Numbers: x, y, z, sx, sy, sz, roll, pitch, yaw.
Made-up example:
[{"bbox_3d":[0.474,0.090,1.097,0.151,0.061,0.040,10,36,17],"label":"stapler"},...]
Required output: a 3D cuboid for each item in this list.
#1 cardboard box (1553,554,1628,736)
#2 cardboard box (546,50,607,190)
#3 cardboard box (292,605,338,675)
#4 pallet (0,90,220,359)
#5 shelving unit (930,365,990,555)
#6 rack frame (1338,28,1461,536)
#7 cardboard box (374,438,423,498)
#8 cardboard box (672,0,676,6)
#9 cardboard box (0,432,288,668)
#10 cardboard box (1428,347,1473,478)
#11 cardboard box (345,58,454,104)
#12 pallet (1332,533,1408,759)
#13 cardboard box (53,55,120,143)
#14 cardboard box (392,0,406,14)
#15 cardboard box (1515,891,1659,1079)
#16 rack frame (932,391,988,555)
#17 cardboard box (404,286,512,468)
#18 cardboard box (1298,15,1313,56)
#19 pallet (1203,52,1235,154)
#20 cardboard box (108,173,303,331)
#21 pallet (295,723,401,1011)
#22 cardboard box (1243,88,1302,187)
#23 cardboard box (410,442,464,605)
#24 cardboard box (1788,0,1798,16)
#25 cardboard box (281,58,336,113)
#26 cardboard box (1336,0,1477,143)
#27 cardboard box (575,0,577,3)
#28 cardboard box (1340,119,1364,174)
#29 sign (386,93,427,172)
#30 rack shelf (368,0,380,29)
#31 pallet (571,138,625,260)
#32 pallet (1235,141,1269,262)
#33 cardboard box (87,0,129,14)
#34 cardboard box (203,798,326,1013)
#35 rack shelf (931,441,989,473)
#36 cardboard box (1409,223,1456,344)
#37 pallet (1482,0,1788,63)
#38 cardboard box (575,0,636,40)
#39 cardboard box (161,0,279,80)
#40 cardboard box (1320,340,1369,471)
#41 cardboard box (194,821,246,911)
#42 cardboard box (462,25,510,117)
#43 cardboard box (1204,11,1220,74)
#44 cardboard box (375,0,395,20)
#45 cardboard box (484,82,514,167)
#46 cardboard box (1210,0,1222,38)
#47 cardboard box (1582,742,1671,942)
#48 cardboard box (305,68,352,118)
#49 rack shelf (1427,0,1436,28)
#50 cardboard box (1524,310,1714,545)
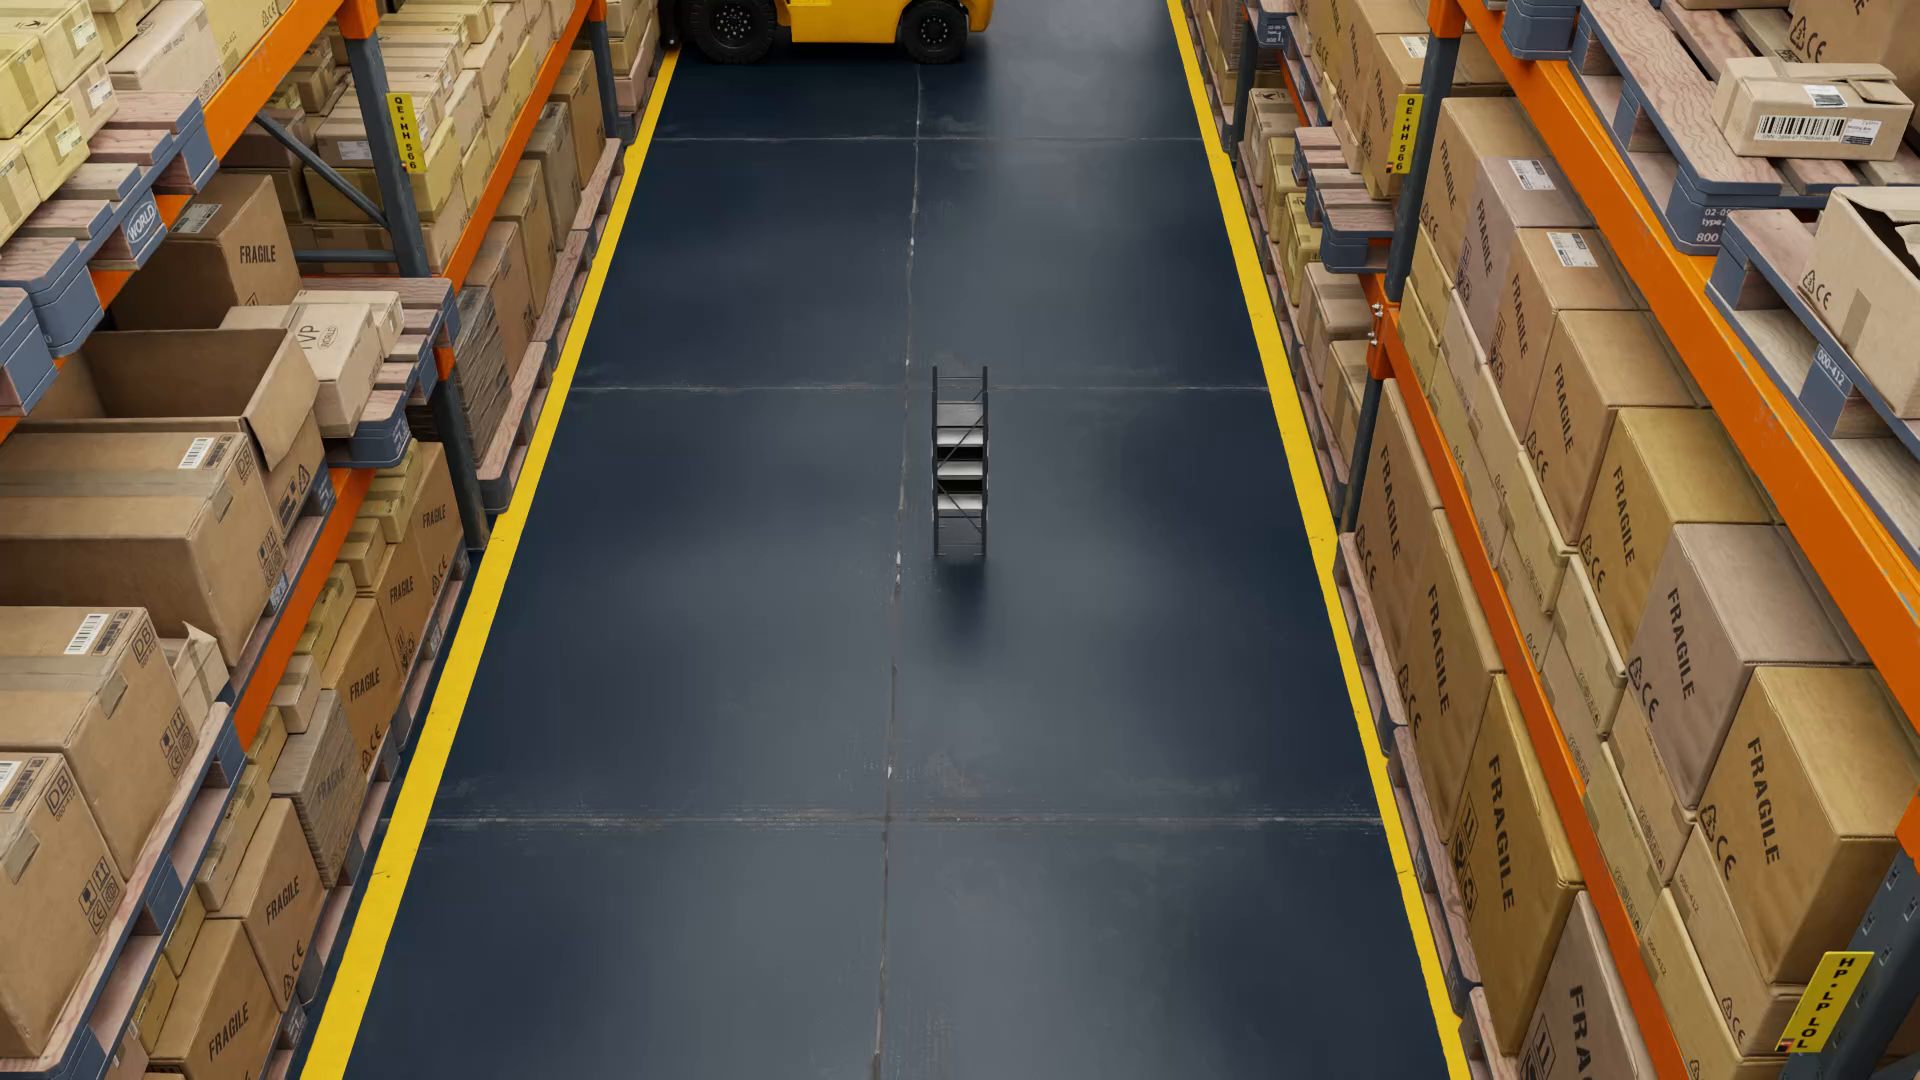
[{"bbox_3d":[2.016,0.294,4.704,0.500,0.250,0.500,1,39,1],"label":"cardboard box"},{"bbox_3d":[-2.687,-2.565,10.115,0.875,0.625,0.625,2,39,2],"label":"cardboard box"},{"bbox_3d":[-2.497,0.371,6.033,0.380,0.149,0.250,-1,39,-1],"label":"cardboard box"},{"bbox_3d":[-2.625,-0.805,4.107,1.213,0.211,1.003,0,39,0],"label":"pallet"},{"bbox_3d":[0.000,-0.346,7.462,0.258,0.900,0.210,0,39,0],"label":"shelving unit"},{"bbox_3d":[2.269,-1.158,6.797,1.000,3.000,0.127,0,39,0],"label":"rack frame"},{"bbox_3d":[-2.440,-0.285,6.852,0.380,0.149,0.250,-2,39,-2],"label":"cardboard box"},{"bbox_3d":[-2.381,-4.004,12.211,0.500,0.250,0.500,1,39,1],"label":"cardboard box"},{"bbox_3d":[-2.468,0.029,4.900,0.700,0.500,0.500,0,39,0],"label":"cardboard box"},{"bbox_3d":[2.037,-0.473,6.061,0.500,0.250,0.500,-1,39,-1],"label":"cardboard box"},{"bbox_3d":[-2.428,-1.972,7.213,0.380,0.149,0.250,1,39,1],"label":"cardboard box"},{"bbox_3d":[2.195,0.423,7.054,1.003,0.211,1.213,0,39,0],"label":"pallet"},{"bbox_3d":[-2.320,-1.075,4.079,0.380,0.149,0.250,1,39,1],"label":"cardboard box"},{"bbox_3d":[-2.509,-2.614,8.014,0.380,0.149,0.250,0,39,0],"label":"cardboard box"},{"bbox_3d":[2.193,1.621,4.692,0.875,0.875,0.875,1,39,1],"label":"cardboard box"},{"bbox_3d":[0.000,-0.282,7.383,0.240,0.900,0.006,0,39,0],"label":"rack frame"},{"bbox_3d":[-2.681,-0.780,7.888,0.875,0.625,0.625,1,39,1],"label":"cardboard box"},{"bbox_3d":[1.923,-2.565,8.417,0.380,0.149,0.250,1,39,2],"label":"cardboard box"},{"bbox_3d":[2.229,-2.992,11.314,1.003,0.211,1.213,0,39,0],"label":"pallet"},{"bbox_3d":[-2.850,-1.033,6.225,0.500,0.500,0.500,2,39,2],"label":"cardboard box"},{"bbox_3d":[-2.733,1.164,6.129,1.003,0.211,1.213,0,39,0],"label":"pallet"},{"bbox_3d":[2.268,-2.470,10.199,0.950,0.372,0.625,0,39,1],"label":"cardboard box"},{"bbox_3d":[-2.479,-0.077,7.110,0.500,0.500,0.500,1,39,1],"label":"cardboard box"},{"bbox_3d":[2.621,-1.579,4.695,0.396,0.266,0.258,-1,39,-1],"label":"cardboard box"},{"bbox_3d":[-2.948,-1.974,7.215,0.380,0.149,0.250,0,39,0],"label":"cardboard box"},{"bbox_3d":[1.979,-2.085,7.299,0.500,0.500,0.500,-1,39,-1],"label":"cardboard box"},{"bbox_3d":[-2.437,-3.280,9.565,0.500,0.250,0.500,1,39,1],"label":"cardboard box"},{"bbox_3d":[1.916,-1.754,7.405,0.380,0.149,0.250,0,39,0],"label":"cardboard box"},{"bbox_3d":[-2.152,-1.580,6.460,0.100,0.325,0.005,0,39,0],"label":"sign"},{"bbox_3d":[-2.697,-3.293,7.637,1.077,0.370,4.000,0,39,0],"label":"rack shelf"},{"bbox_3d":[-2.659,-2.105,10.208,1.003,0.211,1.213,0,39,0],"label":"pallet"},{"bbox_3d":[2.267,-2.085,10.183,1.003,0.211,1.213,0,39,0],"label":"pallet"},{"bbox_3d":[-2.397,-1.510,4.400,0.380,0.149,0.250,0,39,0],"label":"cardboard box"},{"bbox_3d":[-2.472,1.213,5.501,0.500,0.500,0.500,-1,39,-1],"label":"cardboard box"},{"bbox_3d":[0.000,-0.390,7.427,0.258,0.077,0.200,0,39,0],"label":"rack shelf"},{"bbox_3d":[2.023,-0.978,6.292,0.500,0.250,0.500,0,39,0],"label":"cardboard box"},{"bbox_3d":[2.323,-1.853,5.416,1.213,0.211,1.003,2,39,2],"label":"pallet"},{"bbox_3d":[-2.386,-3.438,10.705,0.500,0.250,0.500,-1,39,-1],"label":"cardboard box"},{"bbox_3d":[-2.450,-1.629,5.106,0.500,0.250,0.500,0,39,0],"label":"cardboard box"},{"bbox_3d":[2.279,-0.650,7.928,0.950,0.372,0.625,-2,39,-3],"label":"cardboard box"},{"bbox_3d":[-2.490,1.021,5.221,0.380,0.149,0.250,0,39,0],"label":"cardboard box"},{"bbox_3d":[-2.432,-2.207,7.826,0.500,0.250,0.500,-1,39,-1],"label":"cardboard box"},{"bbox_3d":[1.985,-3.453,11.523,0.500,0.250,0.500,-1,39,-1],"label":"cardboard box"},{"bbox_3d":[-2.918,-2.608,8.007,0.380,0.149,0.250,1,39,1],"label":"cardboard box"},{"bbox_3d":[-2.454,-2.008,7.977,0.500,0.250,0.500,-1,39,-2],"label":"cardboard box"},{"bbox_3d":[1.993,-3.731,11.271,0.500,0.500,0.500,1,39,1],"label":"cardboard box"},{"bbox_3d":[2.022,0.803,4.470,0.500,0.250,0.500,-1,39,-1],"label":"cardboard box"},{"bbox_3d":[-2.975,-1.890,7.429,0.500,0.250,0.500,0,39,0],"label":"cardboard box"},{"bbox_3d":[2.267,-3.299,7.645,1.077,0.370,4.000,0,39,0],"label":"rack shelf"},{"bbox_3d":[2.018,-0.330,4.883,0.500,0.500,0.500,1,39,1],"label":"cardboard box"}]
